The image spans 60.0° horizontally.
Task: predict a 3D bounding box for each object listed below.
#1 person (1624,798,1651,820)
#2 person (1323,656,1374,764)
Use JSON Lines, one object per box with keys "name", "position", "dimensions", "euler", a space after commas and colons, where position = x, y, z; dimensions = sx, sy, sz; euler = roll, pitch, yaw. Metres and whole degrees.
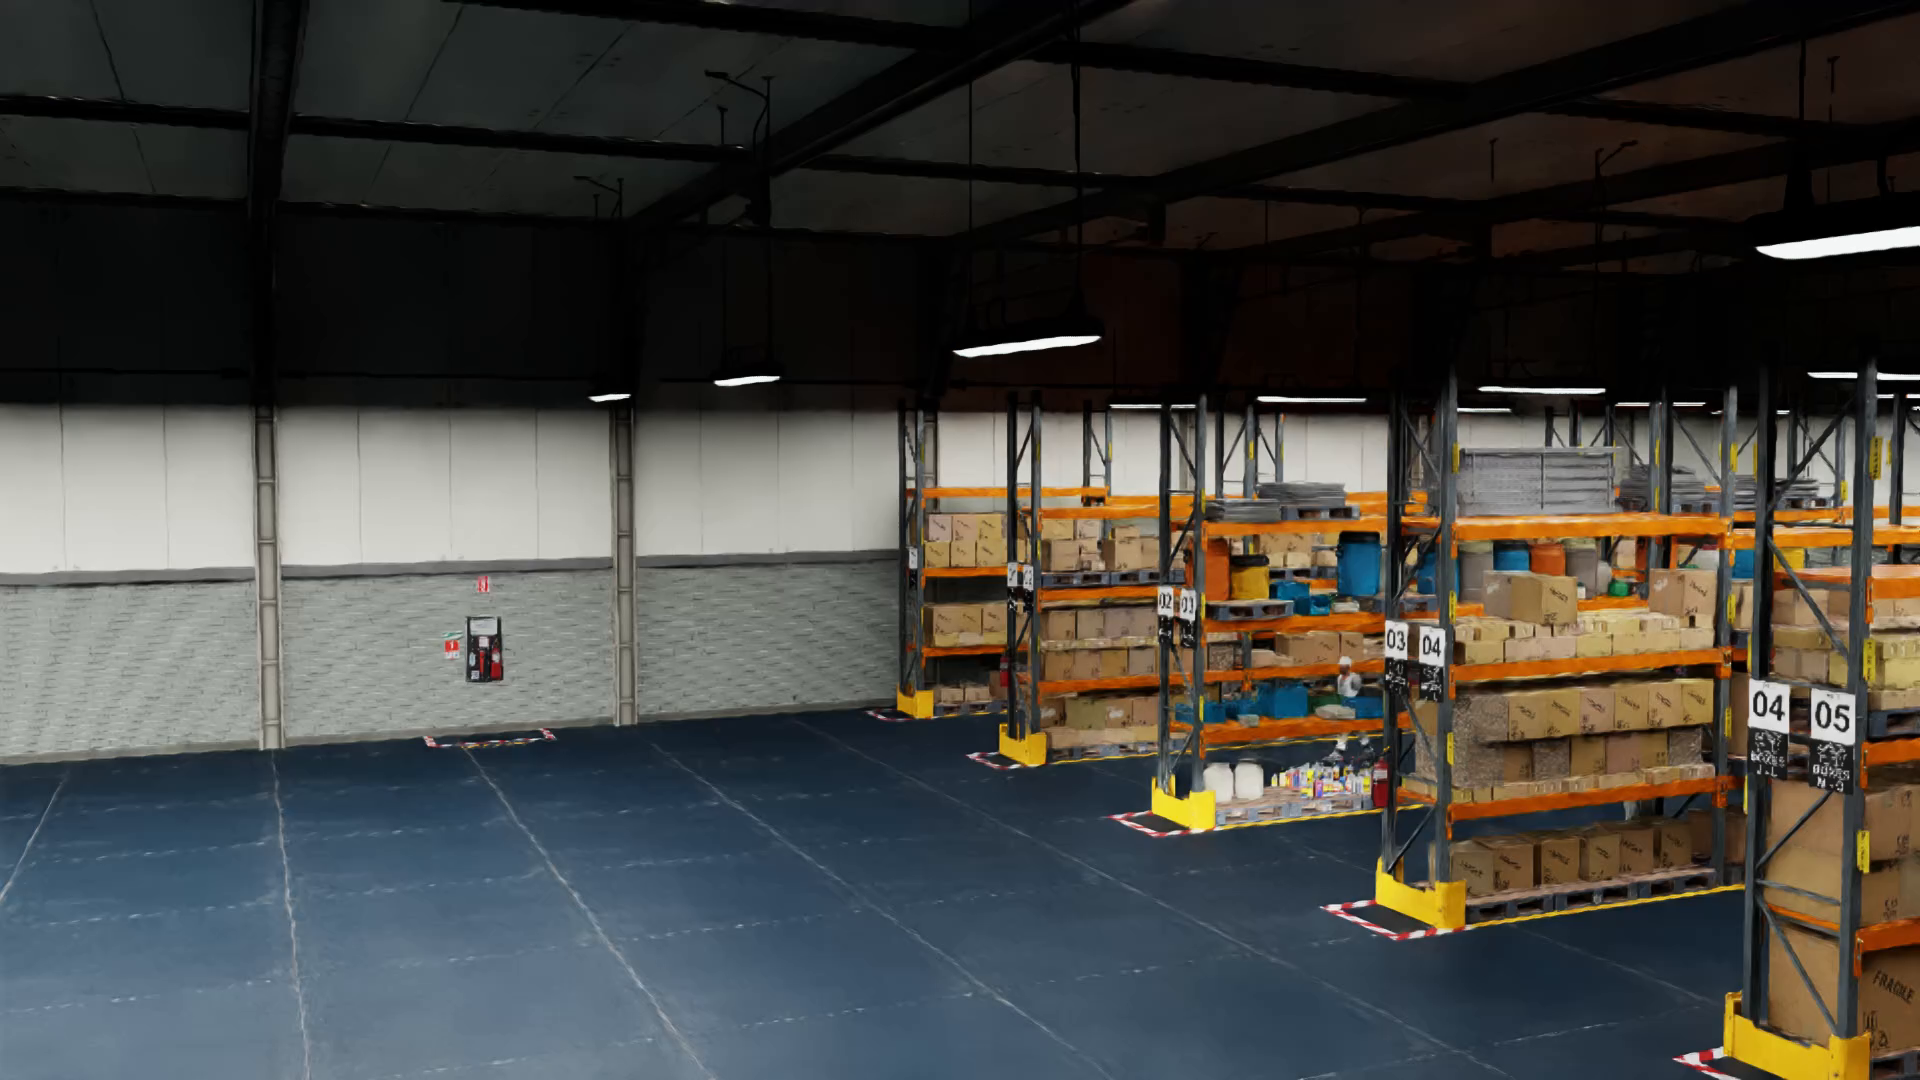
{"name": "person", "position": [8.951, 2.987, 21.955], "dimensions": [0.636, 1.748, 0.579], "euler": [0, 3, 3]}
{"name": "person", "position": [6.252, 2.721, 26.859], "dimensions": [1.123, 1.709, 0.552], "euler": [-1, 4, -21]}
